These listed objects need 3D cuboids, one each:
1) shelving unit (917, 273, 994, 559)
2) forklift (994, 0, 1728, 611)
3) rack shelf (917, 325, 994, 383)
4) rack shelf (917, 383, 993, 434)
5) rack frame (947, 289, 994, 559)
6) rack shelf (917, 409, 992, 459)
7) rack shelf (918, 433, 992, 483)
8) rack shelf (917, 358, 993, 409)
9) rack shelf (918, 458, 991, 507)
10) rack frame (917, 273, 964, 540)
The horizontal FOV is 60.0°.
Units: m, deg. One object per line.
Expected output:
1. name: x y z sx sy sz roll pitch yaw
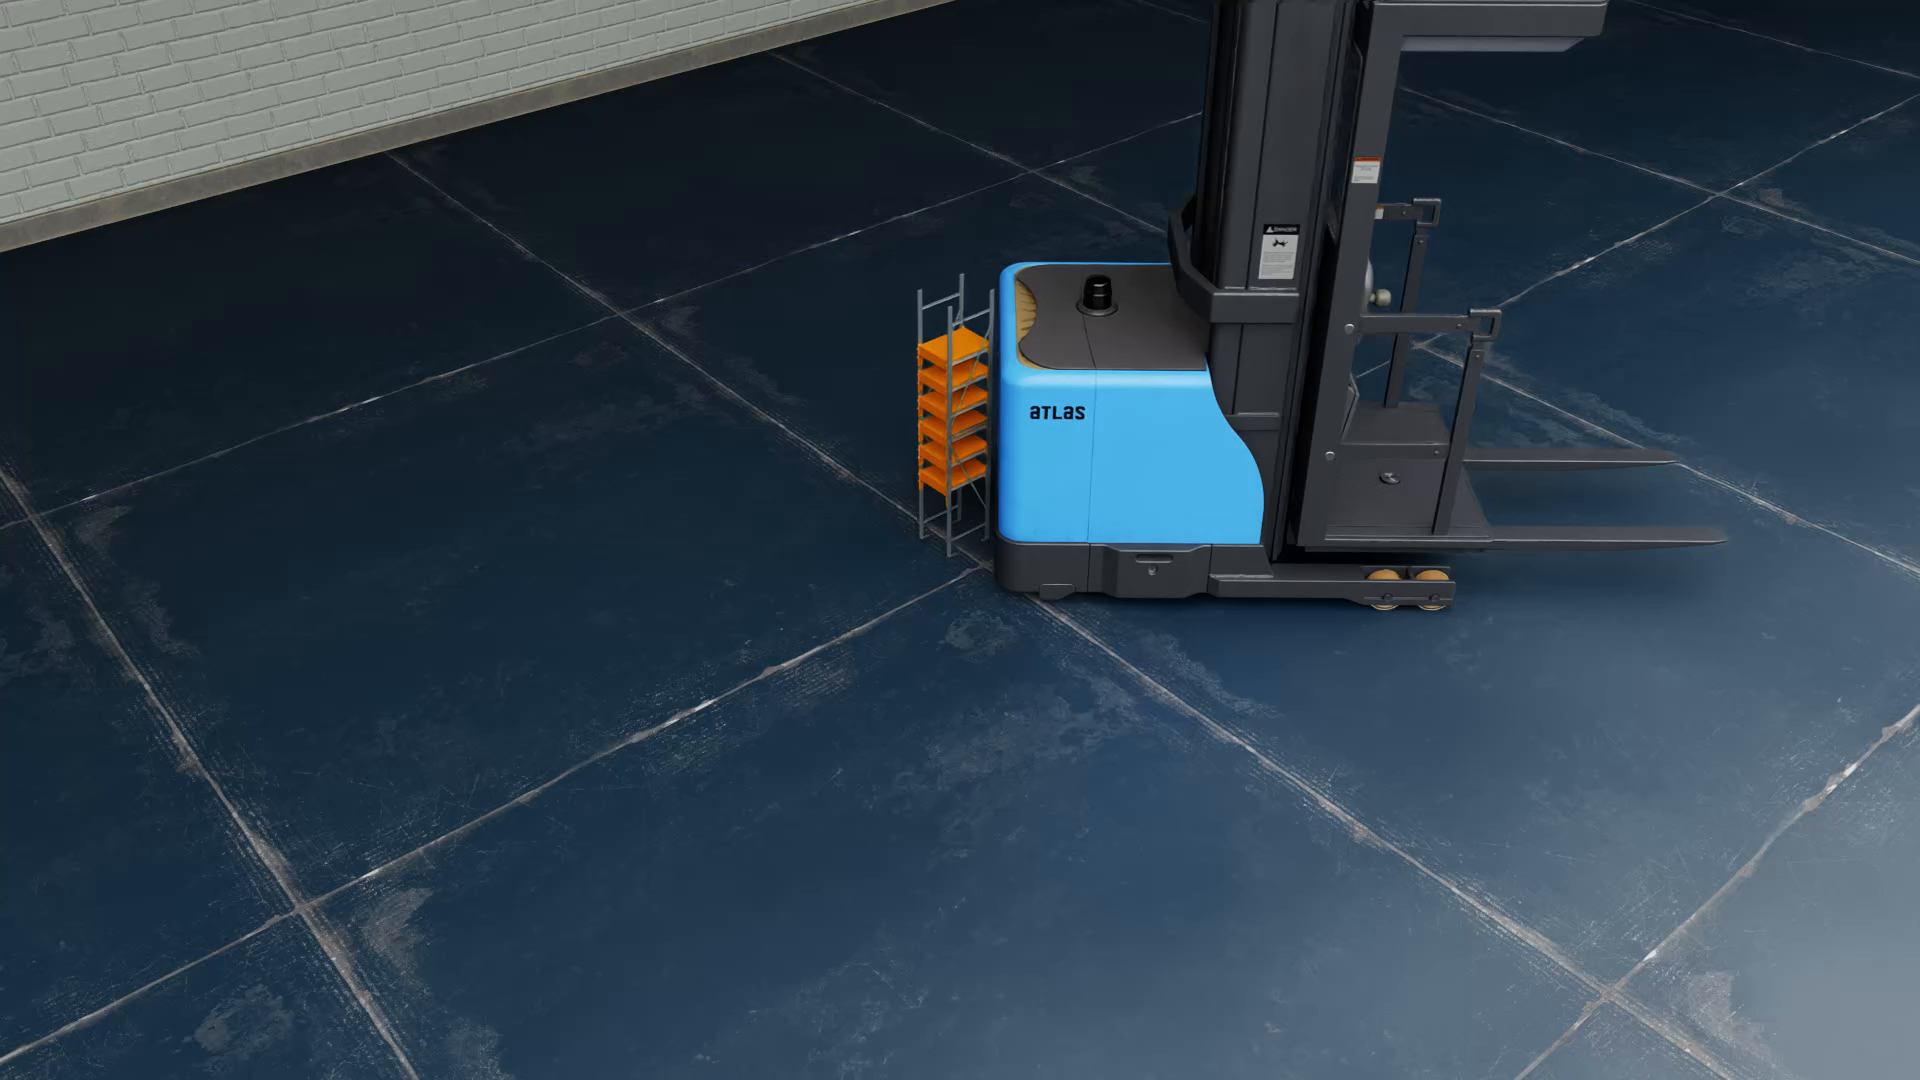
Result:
1. shelving unit: -0.021 -0.497 6.911 0.258 1.200 0.189 -26 43 -33
2. forklift: 1.664 -1.217 6.433 3.031 2.935 1.130 0 35 1
3. rack shelf: -0.019 -0.754 6.729 0.258 0.103 0.180 -26 43 -33
4. rack shelf: -0.020 -0.558 6.867 0.258 0.103 0.180 -26 43 -33
5. rack frame: 0.039 -0.457 6.855 0.240 1.200 0.006 -26 43 -33
6. rack shelf: -0.021 -0.460 6.937 0.258 0.103 0.180 -26 43 -33
7. rack shelf: -0.022 -0.362 7.006 0.258 0.103 0.180 -26 43 -33
8. rack shelf: -0.019 -0.656 6.798 0.258 0.103 0.180 -26 43 -33
9. rack shelf: -0.023 -0.264 7.075 0.258 0.103 0.180 -26 43 -33
10. rack frame: -0.081 -0.537 6.967 0.240 1.200 0.006 -26 43 -33
